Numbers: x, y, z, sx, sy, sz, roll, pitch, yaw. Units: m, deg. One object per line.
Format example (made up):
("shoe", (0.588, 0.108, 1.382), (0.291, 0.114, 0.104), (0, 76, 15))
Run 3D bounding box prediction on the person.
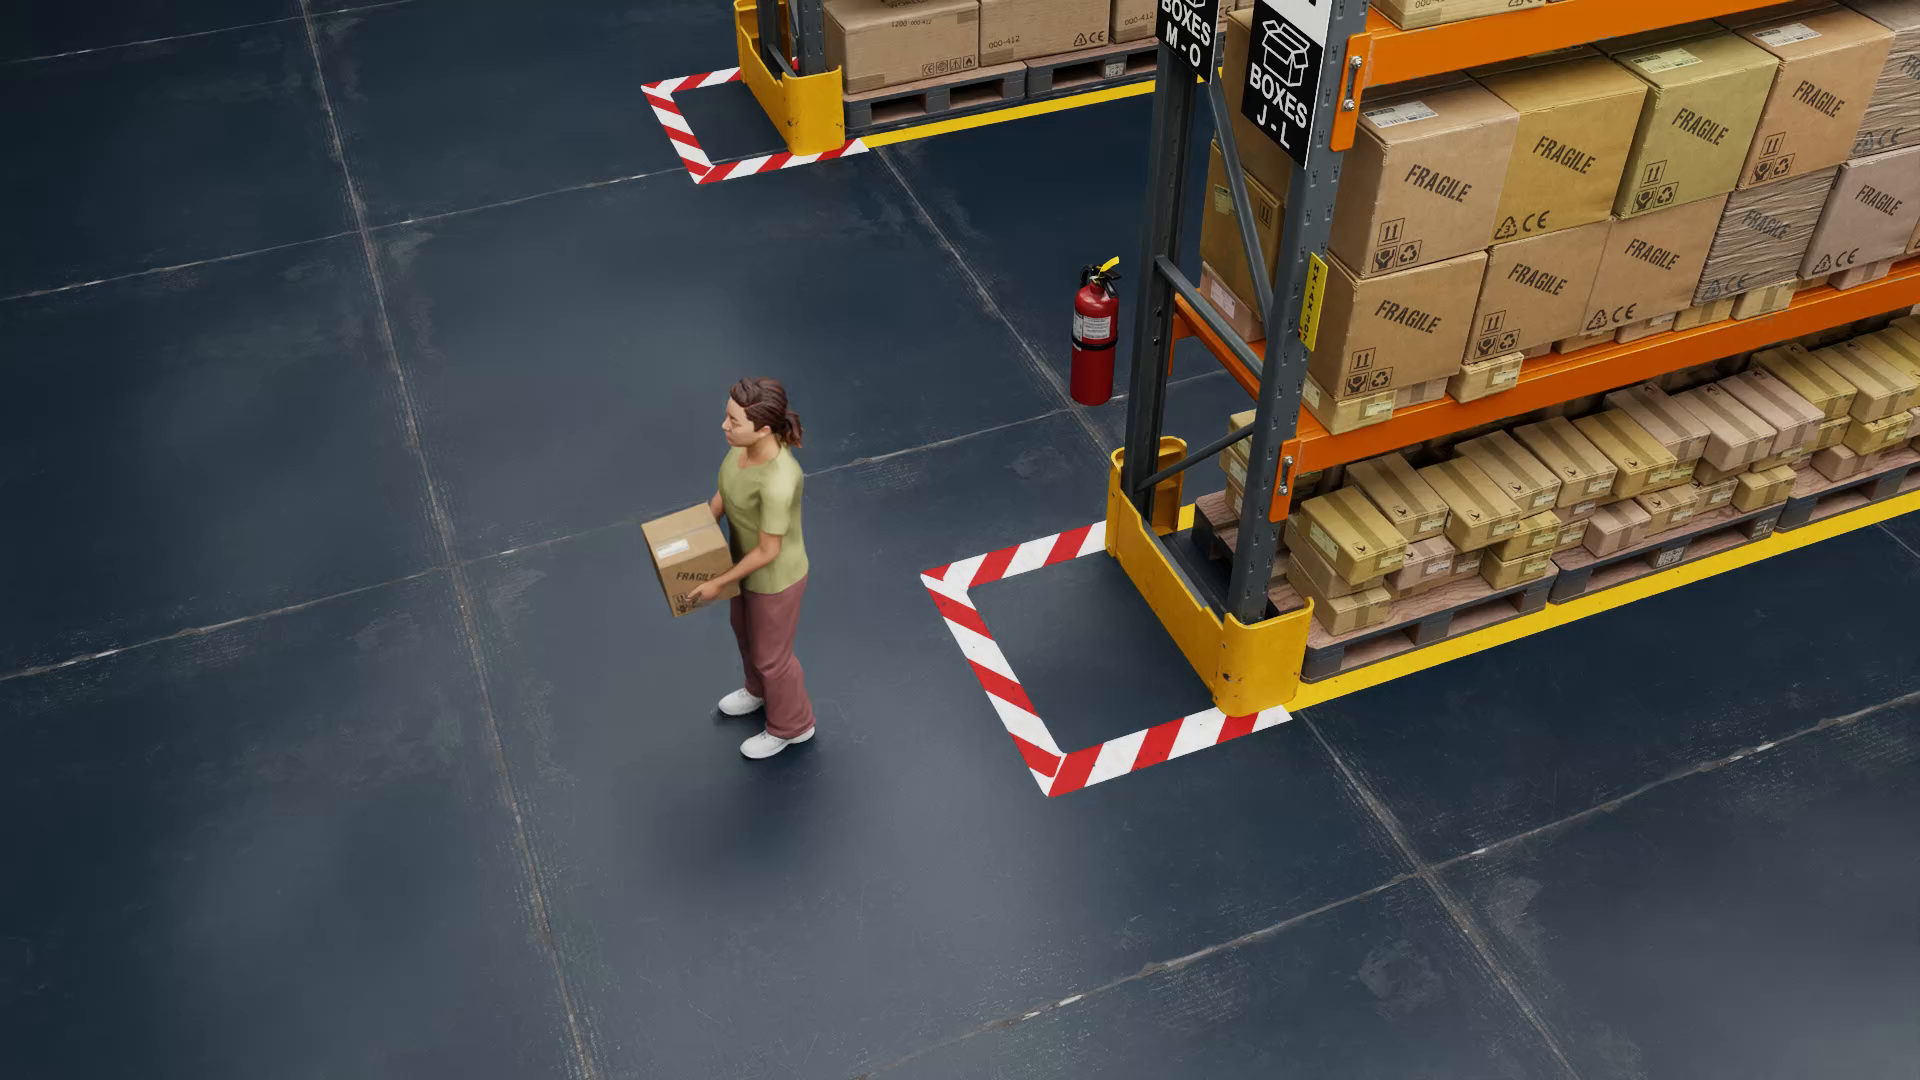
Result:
("person", (-0.767, 0.117, 6.029), (0.511, 1.673, 0.456), (-16, 44, -17))
